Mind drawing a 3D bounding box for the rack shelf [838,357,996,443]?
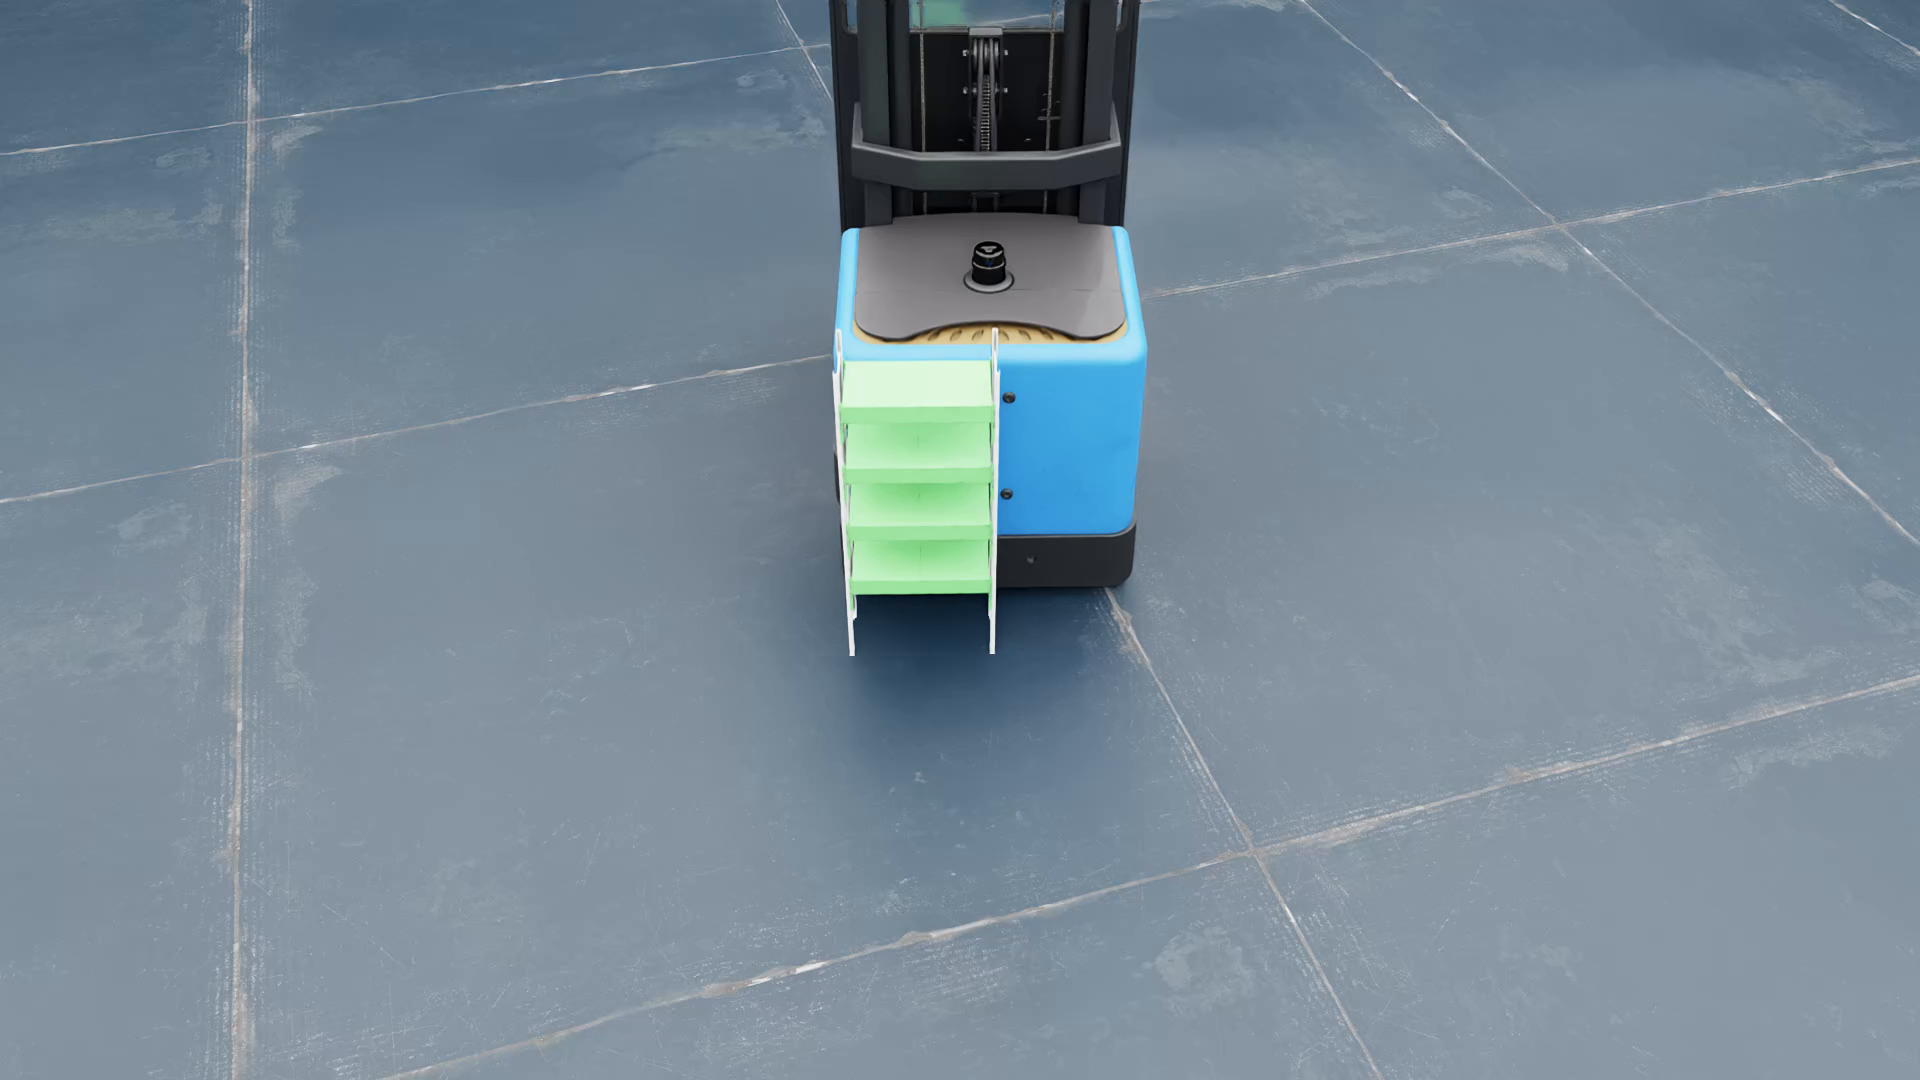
[{"bbox_3d":[-0.133,-0.439,5.208,0.480,0.148,0.258,-1,41,-1],"label":"rack shelf"}]

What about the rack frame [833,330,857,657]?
[{"bbox_3d":[-0.377,-0.124,5.480,0.015,1.200,0.240,-1,41,-1],"label":"rack frame"}]

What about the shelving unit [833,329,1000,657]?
[{"bbox_3d":[-0.133,-0.127,5.482,0.503,1.200,0.258,-1,41,-1],"label":"shelving unit"}]

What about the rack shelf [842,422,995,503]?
[{"bbox_3d":[-0.133,-0.259,5.366,0.480,0.148,0.258,-1,41,-1],"label":"rack shelf"}]

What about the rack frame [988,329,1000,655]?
[{"bbox_3d":[0.111,-0.129,5.485,0.015,1.200,0.240,-1,41,-1],"label":"rack frame"}]

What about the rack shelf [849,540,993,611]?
[{"bbox_3d":[-0.133,0.102,5.683,0.480,0.148,0.258,-1,41,-1],"label":"rack shelf"}]

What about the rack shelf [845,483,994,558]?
[{"bbox_3d":[-0.133,-0.079,5.524,0.480,0.148,0.258,-1,41,-1],"label":"rack shelf"}]

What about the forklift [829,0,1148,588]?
[{"bbox_3d":[0.081,-1.875,6.168,1.130,2.935,3.031,-1,41,-1],"label":"forklift"}]
